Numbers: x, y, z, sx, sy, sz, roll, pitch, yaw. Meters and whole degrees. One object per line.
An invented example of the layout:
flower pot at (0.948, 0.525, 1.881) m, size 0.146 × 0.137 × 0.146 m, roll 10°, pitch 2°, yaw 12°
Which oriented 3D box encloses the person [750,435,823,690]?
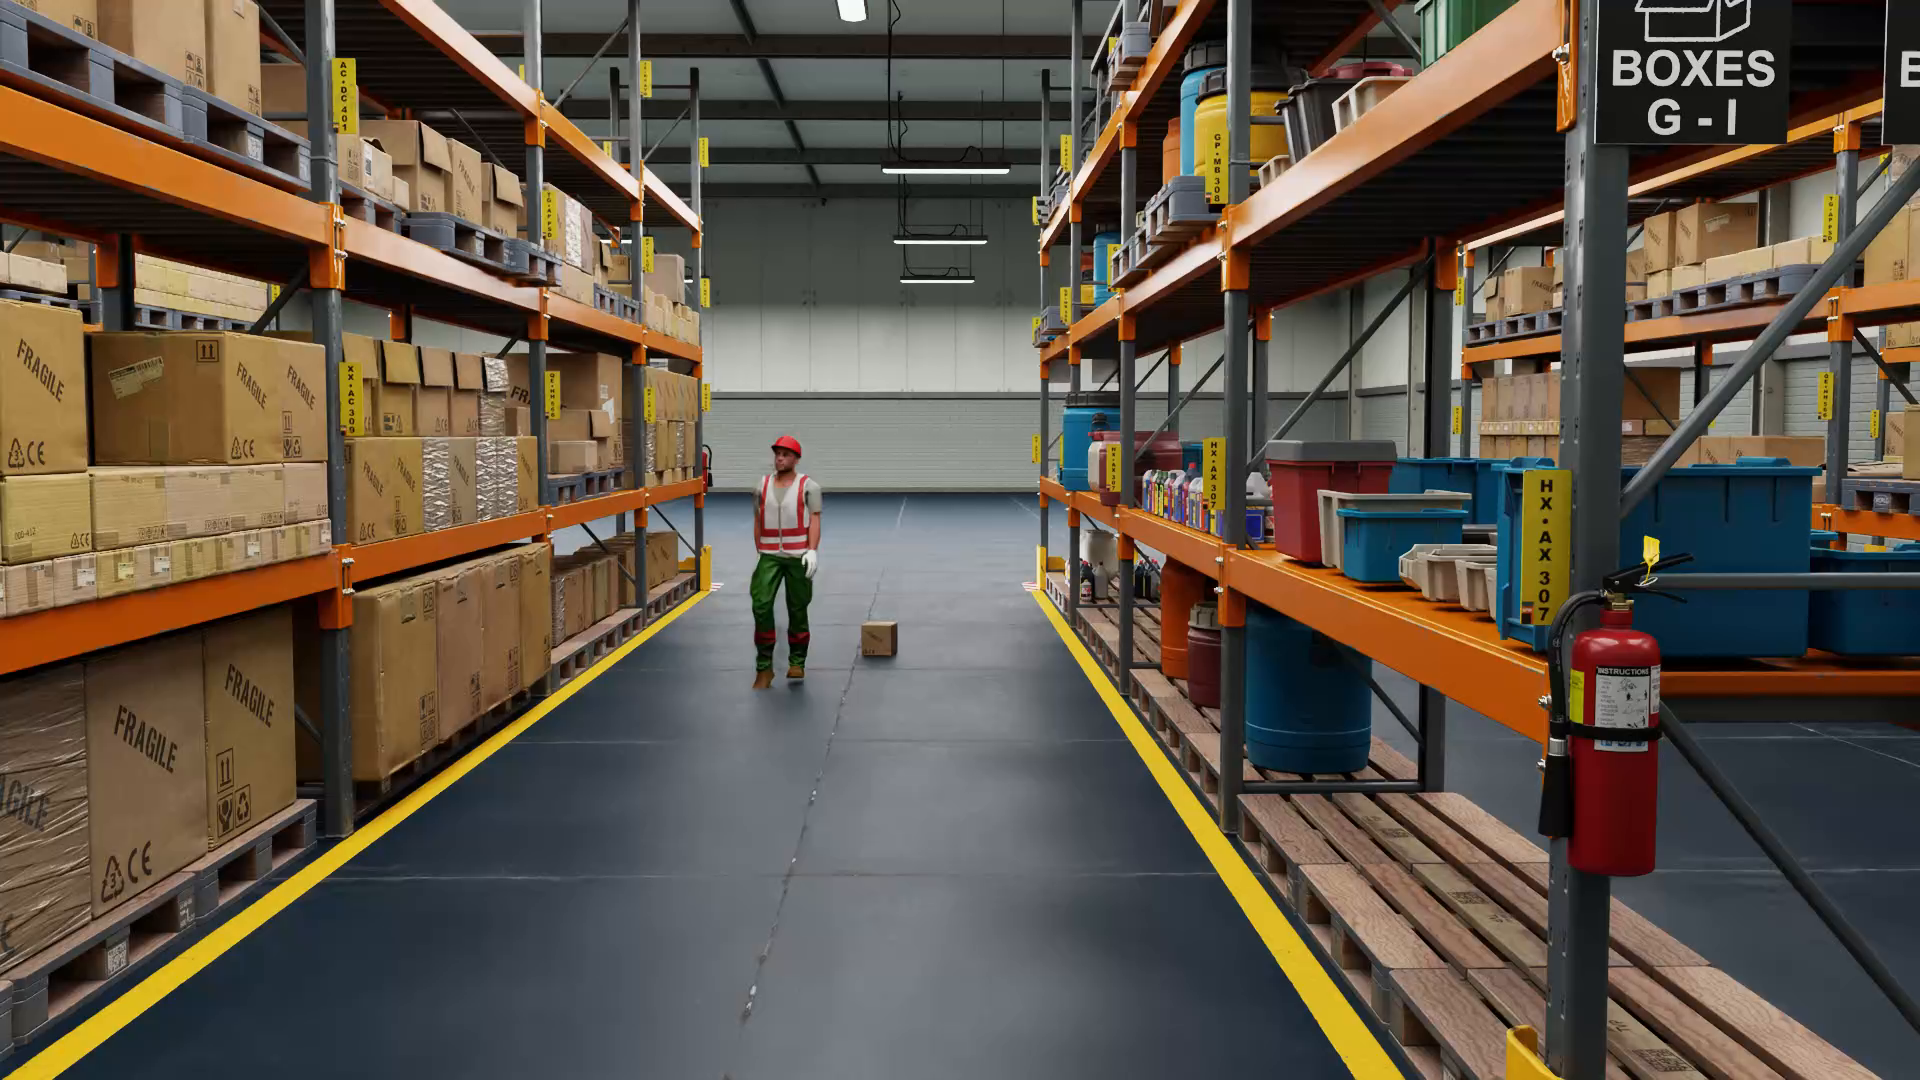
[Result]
person at (-1.265, 0.171, 12.002) m, size 0.529 × 1.852 × 0.591 m, roll 0°, pitch 4°, yaw 7°
